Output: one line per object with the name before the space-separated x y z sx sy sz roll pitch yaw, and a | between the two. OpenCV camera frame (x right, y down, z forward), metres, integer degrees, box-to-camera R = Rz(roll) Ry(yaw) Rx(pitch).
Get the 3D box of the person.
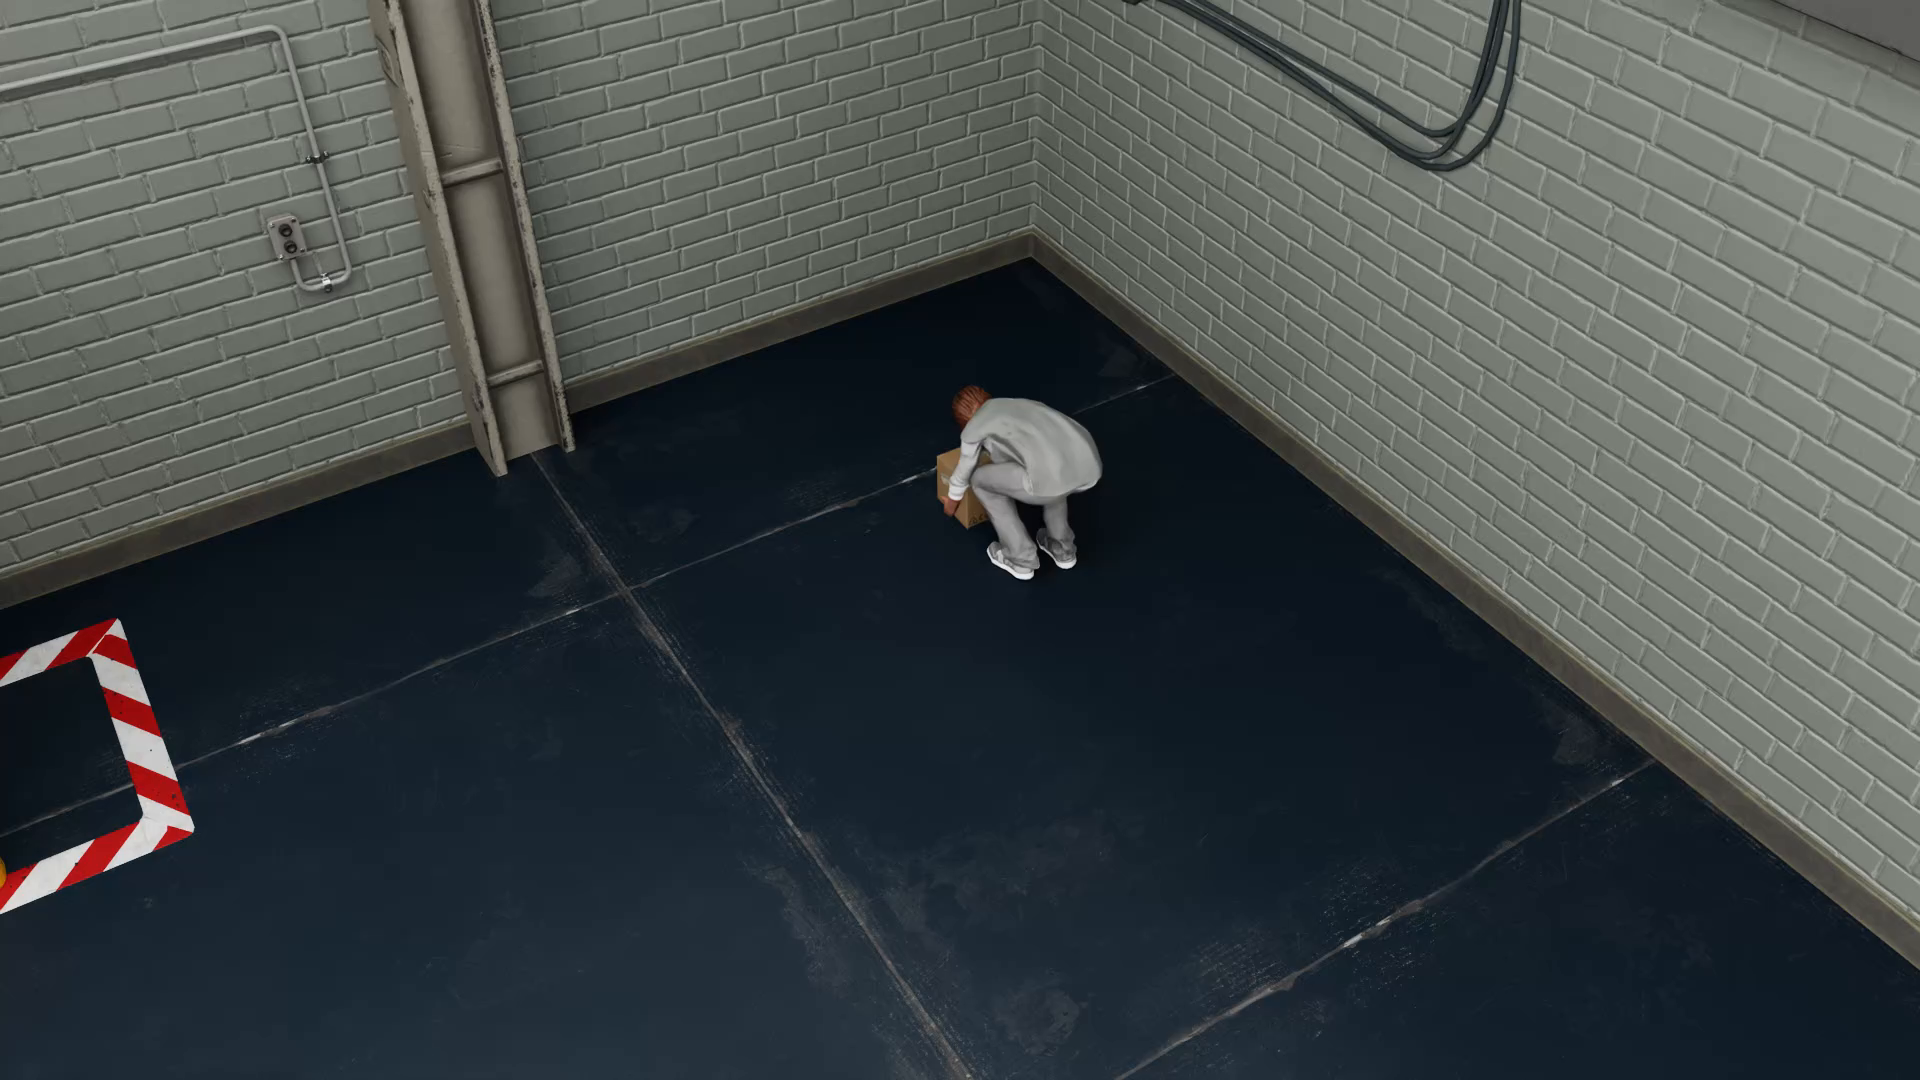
person | 0.245 -0.271 7.093 0.425 0.808 0.864 -25 47 -25
